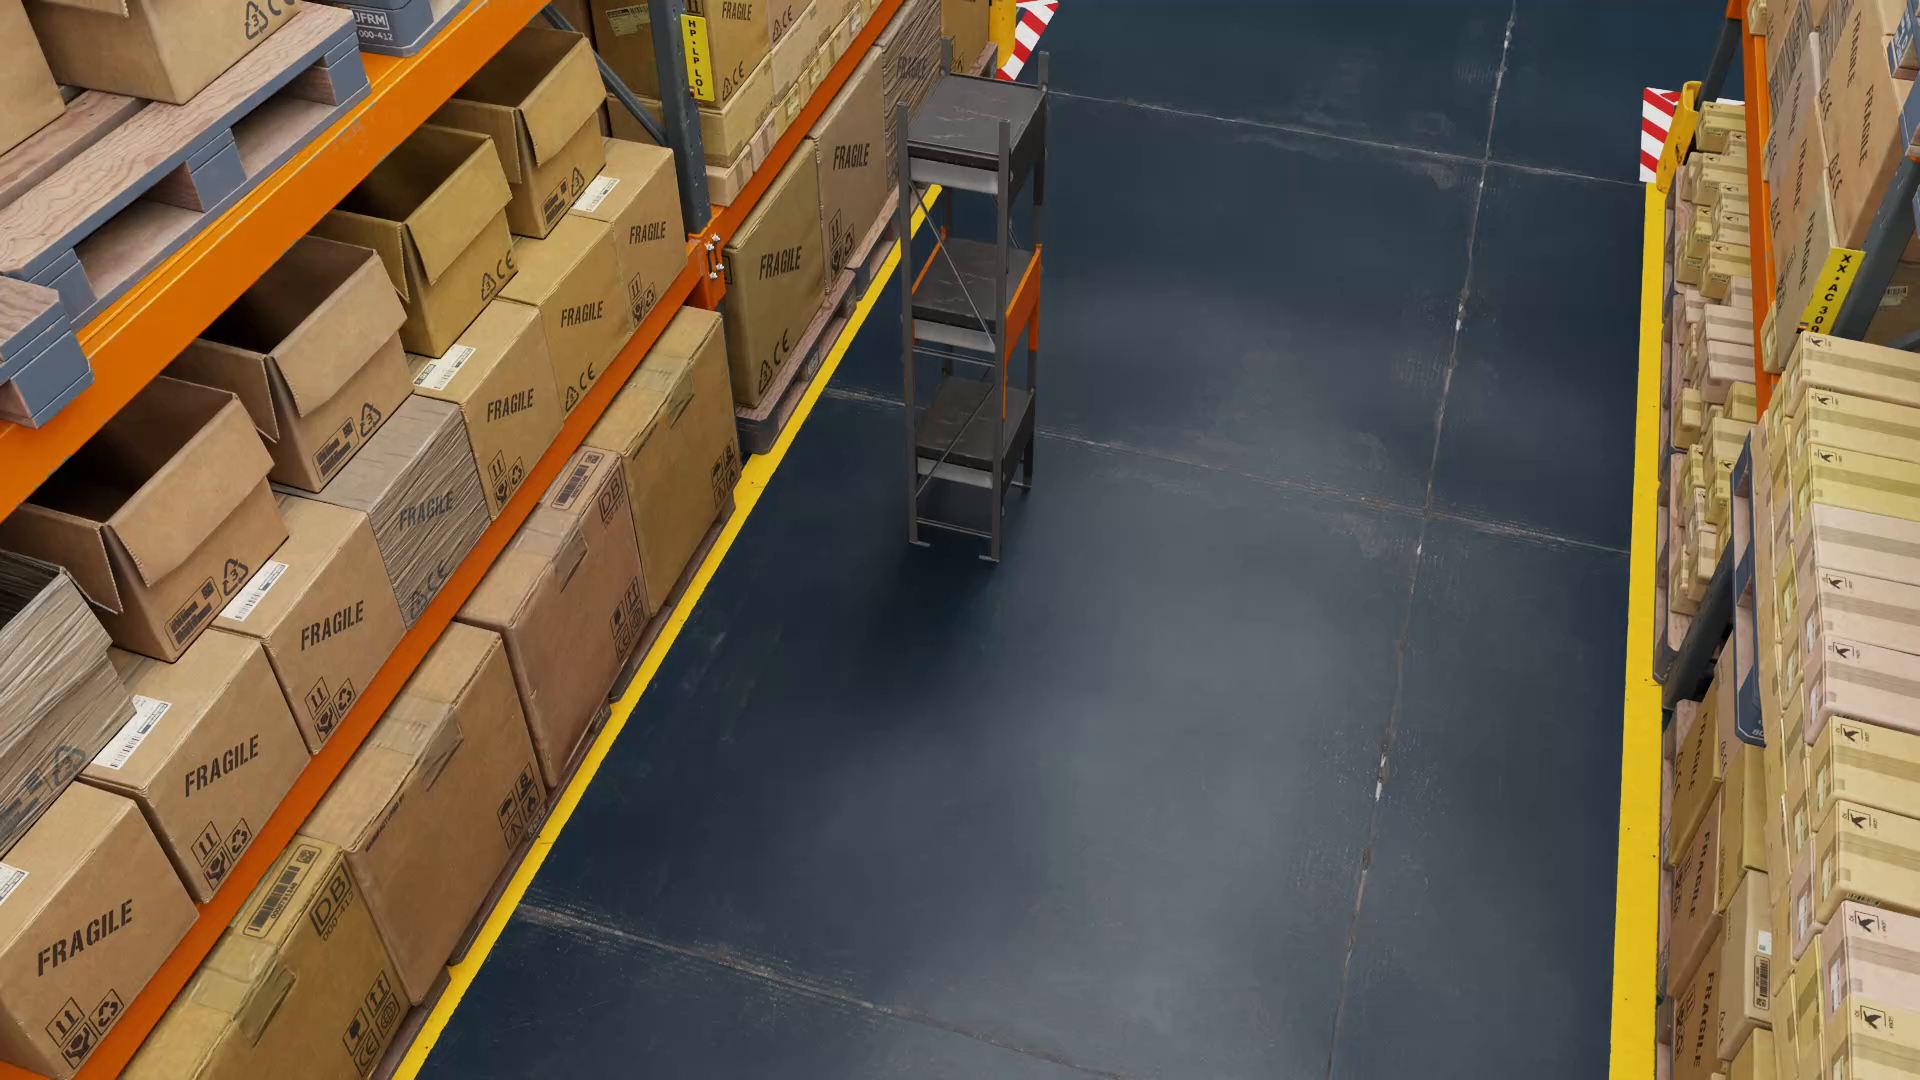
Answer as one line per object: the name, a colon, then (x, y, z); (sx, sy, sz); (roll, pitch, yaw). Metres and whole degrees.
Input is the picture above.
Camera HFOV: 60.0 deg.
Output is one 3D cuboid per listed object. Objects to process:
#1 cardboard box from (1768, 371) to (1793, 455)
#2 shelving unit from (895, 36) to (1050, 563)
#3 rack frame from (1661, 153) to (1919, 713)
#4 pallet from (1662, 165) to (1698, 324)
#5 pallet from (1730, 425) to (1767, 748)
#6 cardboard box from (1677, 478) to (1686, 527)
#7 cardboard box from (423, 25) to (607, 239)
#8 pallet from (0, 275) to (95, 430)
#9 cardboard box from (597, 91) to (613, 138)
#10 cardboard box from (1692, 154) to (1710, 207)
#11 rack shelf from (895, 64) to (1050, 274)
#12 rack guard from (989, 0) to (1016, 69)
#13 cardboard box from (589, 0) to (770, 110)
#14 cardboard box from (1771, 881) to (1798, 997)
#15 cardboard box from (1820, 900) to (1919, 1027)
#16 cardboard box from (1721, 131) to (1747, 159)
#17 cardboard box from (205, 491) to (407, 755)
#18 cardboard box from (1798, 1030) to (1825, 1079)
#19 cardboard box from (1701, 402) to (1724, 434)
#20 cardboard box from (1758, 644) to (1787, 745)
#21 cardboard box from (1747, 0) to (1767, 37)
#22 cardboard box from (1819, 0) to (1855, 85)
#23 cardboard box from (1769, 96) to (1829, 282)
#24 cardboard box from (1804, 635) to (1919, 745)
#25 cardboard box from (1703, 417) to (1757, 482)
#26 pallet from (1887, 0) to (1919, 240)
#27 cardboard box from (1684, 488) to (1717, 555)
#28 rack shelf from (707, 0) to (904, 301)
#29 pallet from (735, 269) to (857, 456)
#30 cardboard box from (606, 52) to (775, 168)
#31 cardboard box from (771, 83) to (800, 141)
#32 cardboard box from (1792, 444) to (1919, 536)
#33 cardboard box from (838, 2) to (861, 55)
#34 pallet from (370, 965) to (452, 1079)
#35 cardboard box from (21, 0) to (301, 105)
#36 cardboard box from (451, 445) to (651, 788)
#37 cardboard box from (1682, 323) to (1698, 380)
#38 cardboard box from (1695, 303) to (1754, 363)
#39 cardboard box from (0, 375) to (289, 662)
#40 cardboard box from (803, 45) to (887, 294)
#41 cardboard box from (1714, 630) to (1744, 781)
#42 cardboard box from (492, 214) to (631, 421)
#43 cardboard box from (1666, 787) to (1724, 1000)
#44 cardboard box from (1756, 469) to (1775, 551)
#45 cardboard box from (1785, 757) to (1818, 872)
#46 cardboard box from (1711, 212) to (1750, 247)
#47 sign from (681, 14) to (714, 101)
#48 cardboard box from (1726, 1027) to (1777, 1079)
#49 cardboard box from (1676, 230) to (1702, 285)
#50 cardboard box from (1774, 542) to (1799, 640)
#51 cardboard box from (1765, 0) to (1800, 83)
cardboard box: (2.667, -0.347, 5.026); (0.380, 0.149, 0.250); (13, 46, 13)
shelving unit: (0.050, -0.861, 6.527); (0.431, 2.100, 0.503); (13, 46, 12)
rack frame: (3.225, -0.346, 5.358); (1.000, 3.000, 0.127); (13, 46, 13)
pallet: (4.134, -1.431, 8.460); (1.003, 0.211, 1.213); (13, 46, 13)
pallet: (2.855, 0.201, 4.936); (1.003, 0.211, 1.213); (13, 46, 13)
cardboard box: (3.196, -0.156, 6.902); (0.380, 0.149, 0.250); (11, 45, 11)
cardboard box: (-1.657, -1.431, 5.677); (0.797, 0.503, 0.637); (11, 46, 11)
pallet: (-2.538, -0.243, 3.243); (1.213, 0.211, 1.003); (15, 46, 14)
cardboard box: (-1.588, -1.866, 6.806); (0.500, 0.250, 0.500); (12, 46, 12)
cardboard box: (3.896, -1.784, 8.353); (0.380, 0.149, 0.250); (12, 46, 12)
rack shelf: (0.050, -1.351, 6.047); (0.431, 0.518, 0.480); (13, 46, 12)
rack guard: (-0.253, -3.253, 10.115); (1.175, 0.500, 0.348); (13, 46, 13)
cardboard box: (-1.083, -2.050, 6.457); (0.500, 0.500, 0.500); (13, 46, 13)
cardboard box: (2.119, 0.980, 3.882); (0.380, 0.149, 0.250); (14, 46, 14)
cardboard box: (2.039, 0.944, 3.494); (0.380, 0.149, 0.250); (13, 46, 13)
cardboard box: (3.985, -1.869, 8.227); (0.380, 0.149, 0.250); (13, 46, 13)
cardboard box: (-1.970, 0.214, 4.714); (0.500, 0.500, 0.500); (12, 46, 12)
cardboard box: (1.962, 1.207, 3.437); (0.380, 0.149, 0.250); (13, 46, 13)
cardboard box: (3.380, -0.546, 7.088); (0.380, 0.149, 0.250); (14, 46, 13)
cardboard box: (2.356, 0.448, 4.426); (0.380, 0.149, 0.250); (11, 45, 11)
cardboard box: (3.856, -2.429, 7.667); (0.380, 0.149, 0.250); (11, 46, 11)
cardboard box: (3.430, -1.900, 5.947); (0.500, 0.500, 0.500); (14, 46, 14)
cardboard box: (3.261, -1.216, 5.963); (0.500, 0.500, 0.500); (11, 46, 11)
cardboard box: (2.277, 0.408, 4.041); (0.380, 0.149, 0.250); (14, 46, 14)
cardboard box: (3.193, -0.328, 6.652); (0.380, 0.149, 0.250); (12, 46, 12)
pallet: (2.937, -0.962, 3.977); (1.213, 0.211, 1.003); (13, 46, 13)
cardboard box: (3.088, -0.044, 6.574); (0.380, 0.149, 0.250); (11, 45, 11)
rack shelf: (-0.866, -2.540, 8.114); (1.077, 0.370, 4.000); (13, 46, 13)
pallet: (-1.166, -0.957, 7.976); (1.003, 0.211, 1.213); (13, 46, 13)
cardboard box: (-1.079, -1.774, 6.712); (0.500, 0.250, 0.500); (12, 46, 12)
cardboard box: (-0.906, -1.852, 7.076); (0.380, 0.149, 0.250); (14, 46, 14)
cardboard box: (2.509, -0.096, 4.557); (0.380, 0.149, 0.250); (13, 46, 13)
cardboard box: (-0.673, -2.365, 7.601); (0.380, 0.149, 0.250); (13, 46, 13)
pallet: (-2.372, 1.690, 5.271); (1.003, 0.211, 1.213); (13, 46, 13)
cardboard box: (-2.084, -1.423, 3.940); (0.797, 0.503, 0.637); (12, 46, 12)
cardboard box: (-1.916, 0.172, 6.047); (1.225, 0.875, 0.875); (11, 45, 11)
cardboard box: (3.517, -0.828, 7.588); (0.380, 0.149, 0.250); (13, 46, 13)
cardboard box: (3.410, -0.867, 7.203); (0.380, 0.149, 0.250); (11, 45, 11)
cardboard box: (-2.246, -0.110, 4.328); (0.797, 0.503, 0.637); (14, 46, 13)
cardboard box: (-0.923, -1.877, 8.142); (0.875, 0.875, 0.875); (13, 46, 13)
cardboard box: (2.750, 0.566, 5.377); (0.500, 0.250, 0.500); (11, 45, 11)
cardboard box: (-1.509, -0.802, 5.752); (0.500, 0.500, 0.500); (14, 46, 14)
cardboard box: (2.590, 1.187, 5.278); (0.500, 0.500, 0.500); (14, 46, 14)
cardboard box: (2.589, -0.055, 4.940); (0.380, 0.149, 0.250); (13, 46, 13)
cardboard box: (2.196, 0.696, 3.960); (0.380, 0.149, 0.250); (12, 46, 12)
cardboard box: (3.698, -1.363, 7.710); (0.380, 0.149, 0.250); (14, 46, 14)
sign: (-0.951, -1.741, 6.012); (0.100, 0.325, 0.005); (13, 46, 13)
cardboard box: (2.283, 1.610, 4.310); (0.500, 0.250, 0.500); (14, 46, 13)
cardboard box: (3.721, -1.356, 8.128); (0.380, 0.149, 0.250); (13, 46, 13)
cardboard box: (2.435, 0.171, 4.496); (0.380, 0.149, 0.250); (11, 45, 11)
cardboard box: (3.739, -2.227, 6.996); (0.500, 0.500, 0.500); (13, 46, 13)
